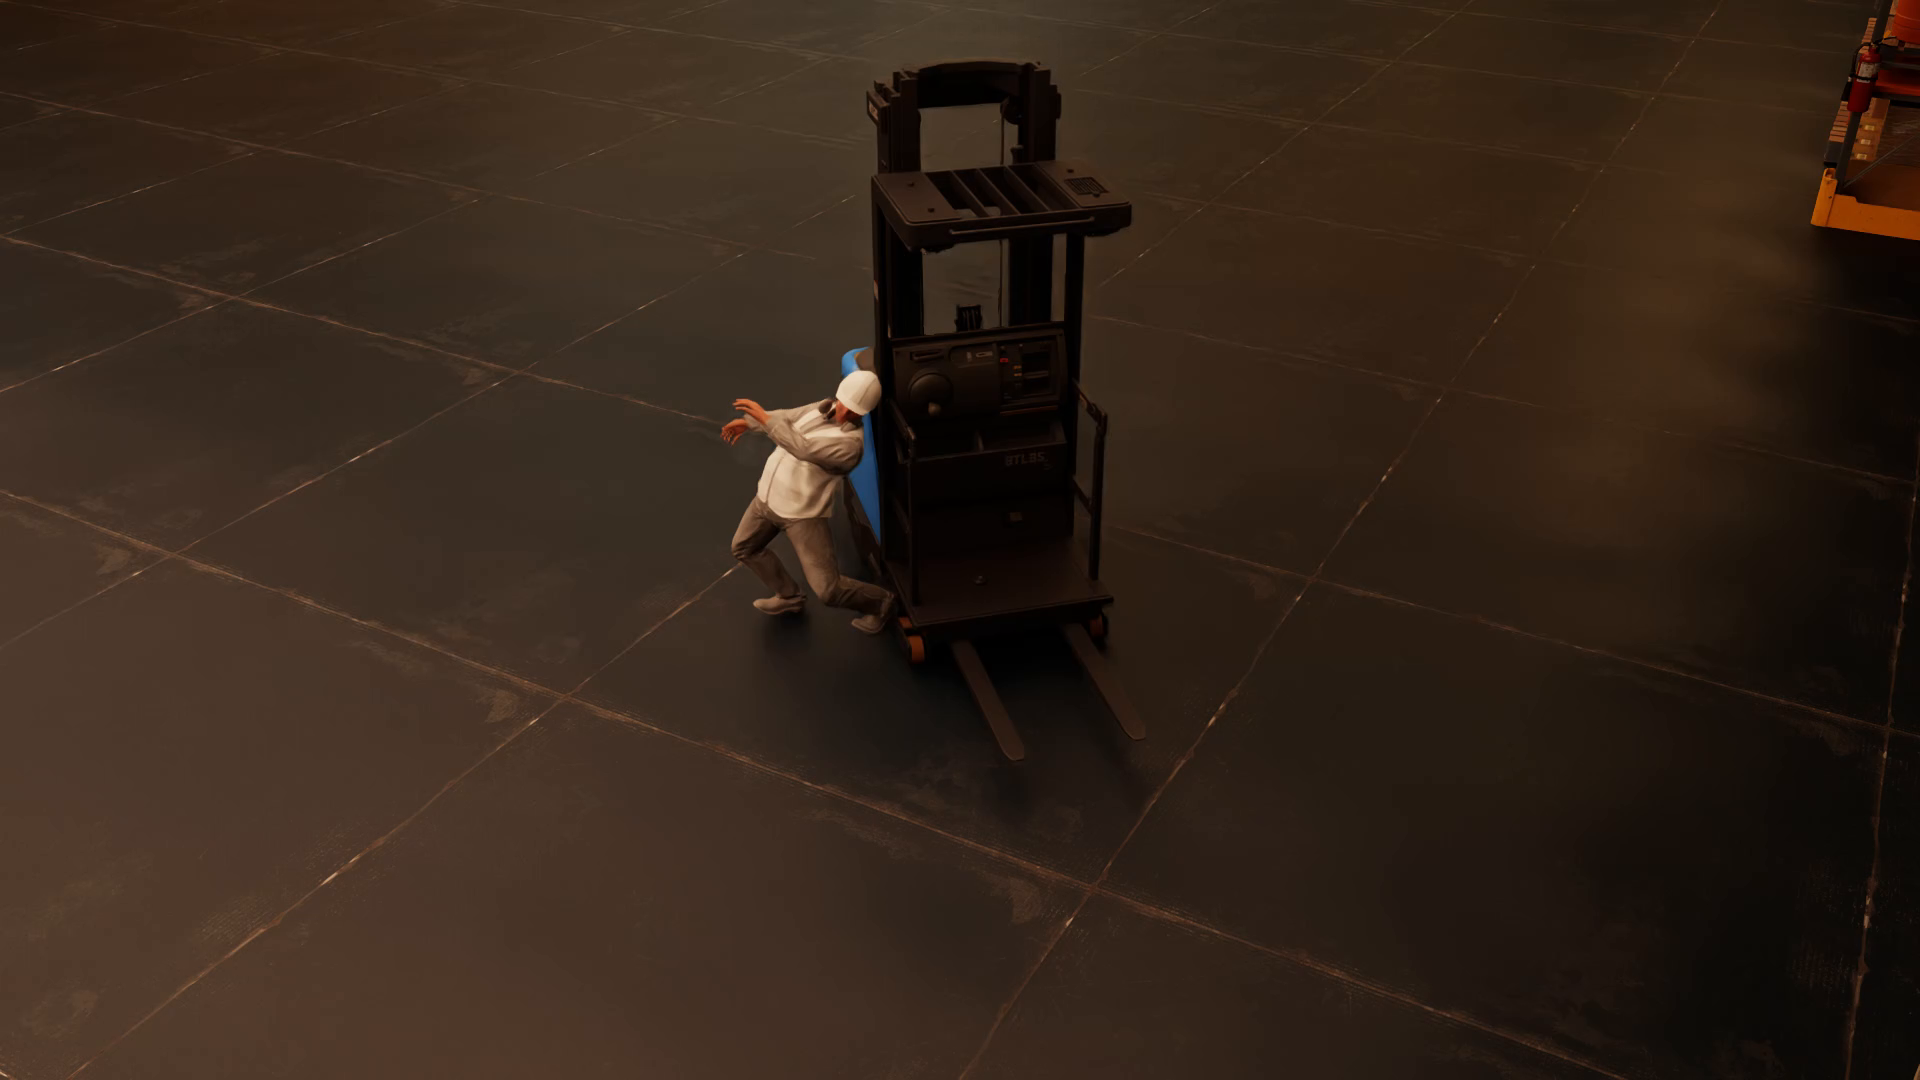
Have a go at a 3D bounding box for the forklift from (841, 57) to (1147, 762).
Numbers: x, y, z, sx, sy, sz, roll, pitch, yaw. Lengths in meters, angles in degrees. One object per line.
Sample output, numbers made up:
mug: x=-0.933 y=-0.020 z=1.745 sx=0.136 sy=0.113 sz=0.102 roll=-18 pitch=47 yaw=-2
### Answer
forklift: x=0.167 y=-0.818 z=8.488 sx=1.130 sy=2.935 sz=3.031 roll=-8 pitch=31 yaw=-13

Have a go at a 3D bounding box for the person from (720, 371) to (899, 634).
person: x=-0.889 y=-0.232 z=8.861 sx=0.727 sy=1.501 sz=1.018 roll=-22 pitch=37 yaw=-33
